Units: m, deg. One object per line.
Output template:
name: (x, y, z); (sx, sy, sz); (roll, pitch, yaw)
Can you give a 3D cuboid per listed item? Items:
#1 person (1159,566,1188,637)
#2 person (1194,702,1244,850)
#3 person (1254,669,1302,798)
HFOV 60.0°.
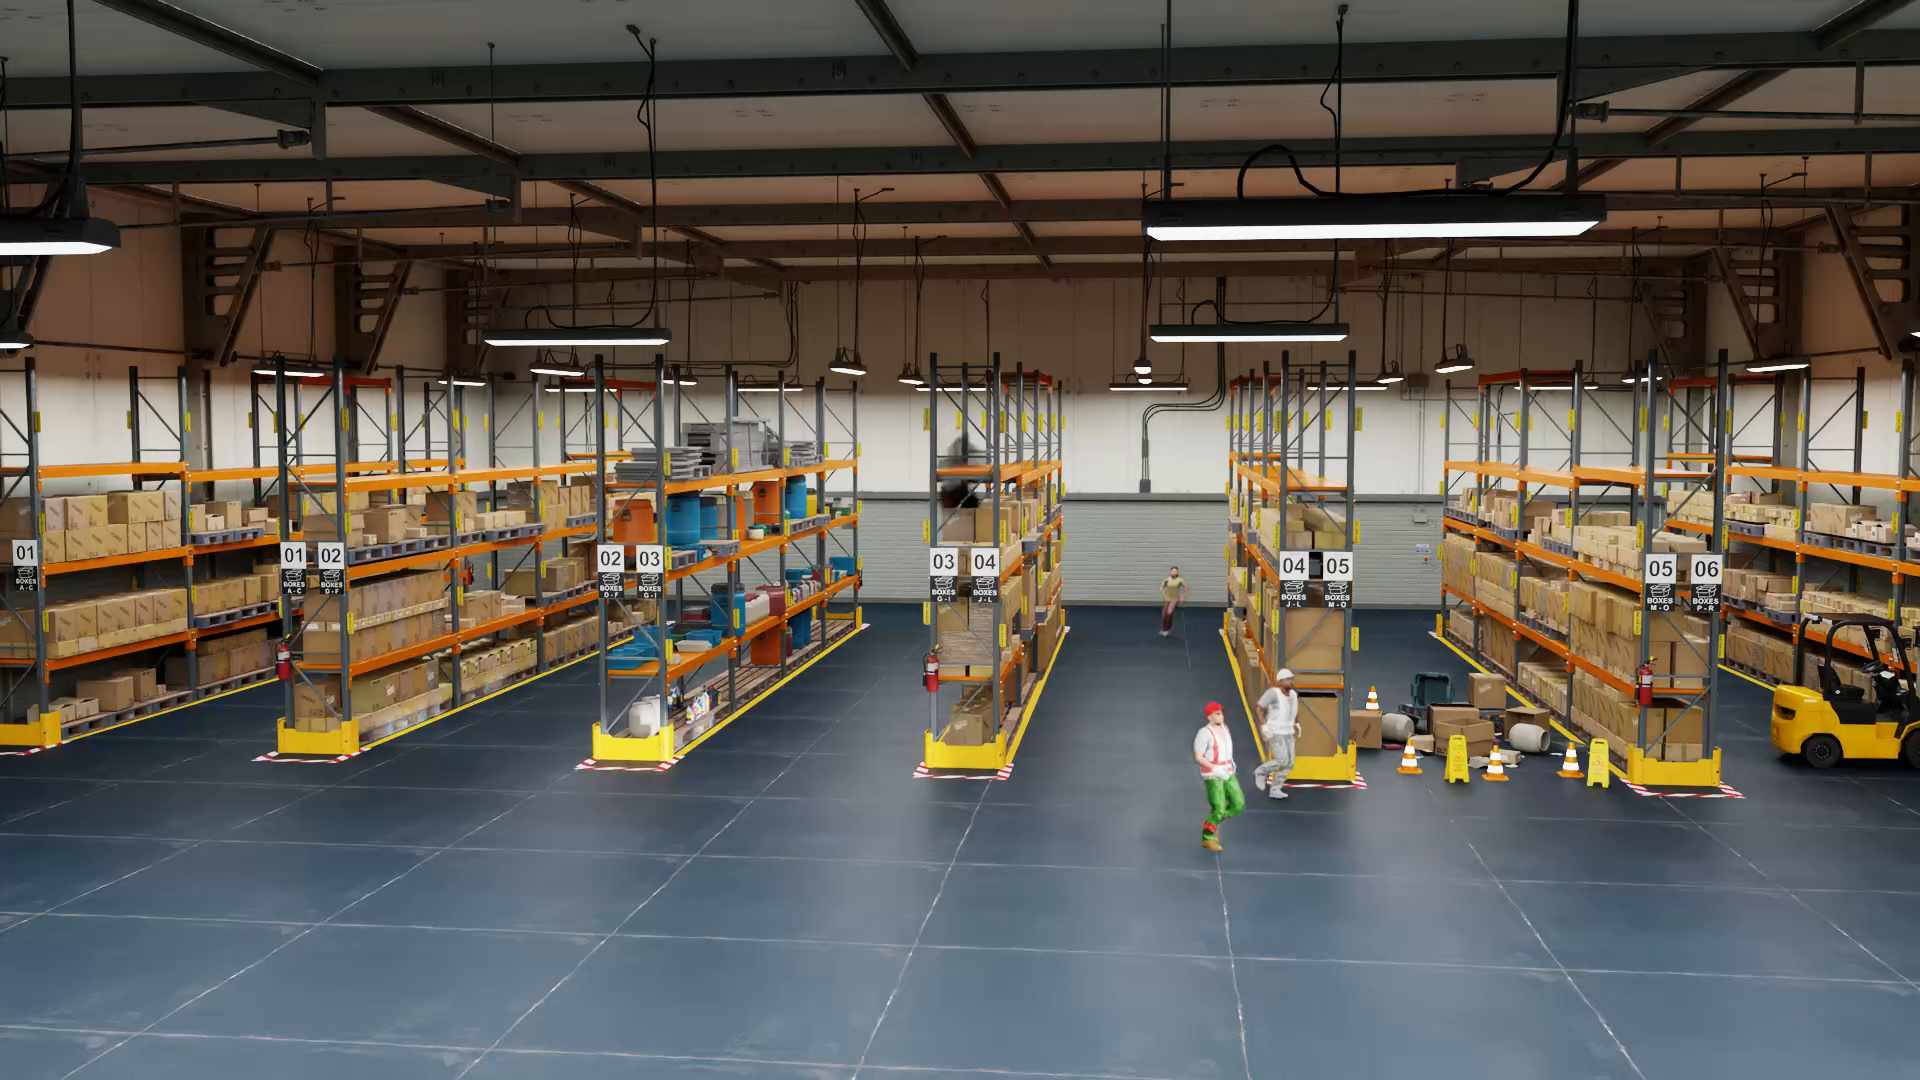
person: (4.961, 1.437, 38.904); (0.641, 1.649, 0.653); (2, 4, 25)
person: (3.042, 2.757, 19.427); (0.669, 1.742, 0.518); (-4, 5, -42)
person: (4.256, 2.578, 22.199); (0.718, 1.740, 0.557); (-3, 5, -37)
